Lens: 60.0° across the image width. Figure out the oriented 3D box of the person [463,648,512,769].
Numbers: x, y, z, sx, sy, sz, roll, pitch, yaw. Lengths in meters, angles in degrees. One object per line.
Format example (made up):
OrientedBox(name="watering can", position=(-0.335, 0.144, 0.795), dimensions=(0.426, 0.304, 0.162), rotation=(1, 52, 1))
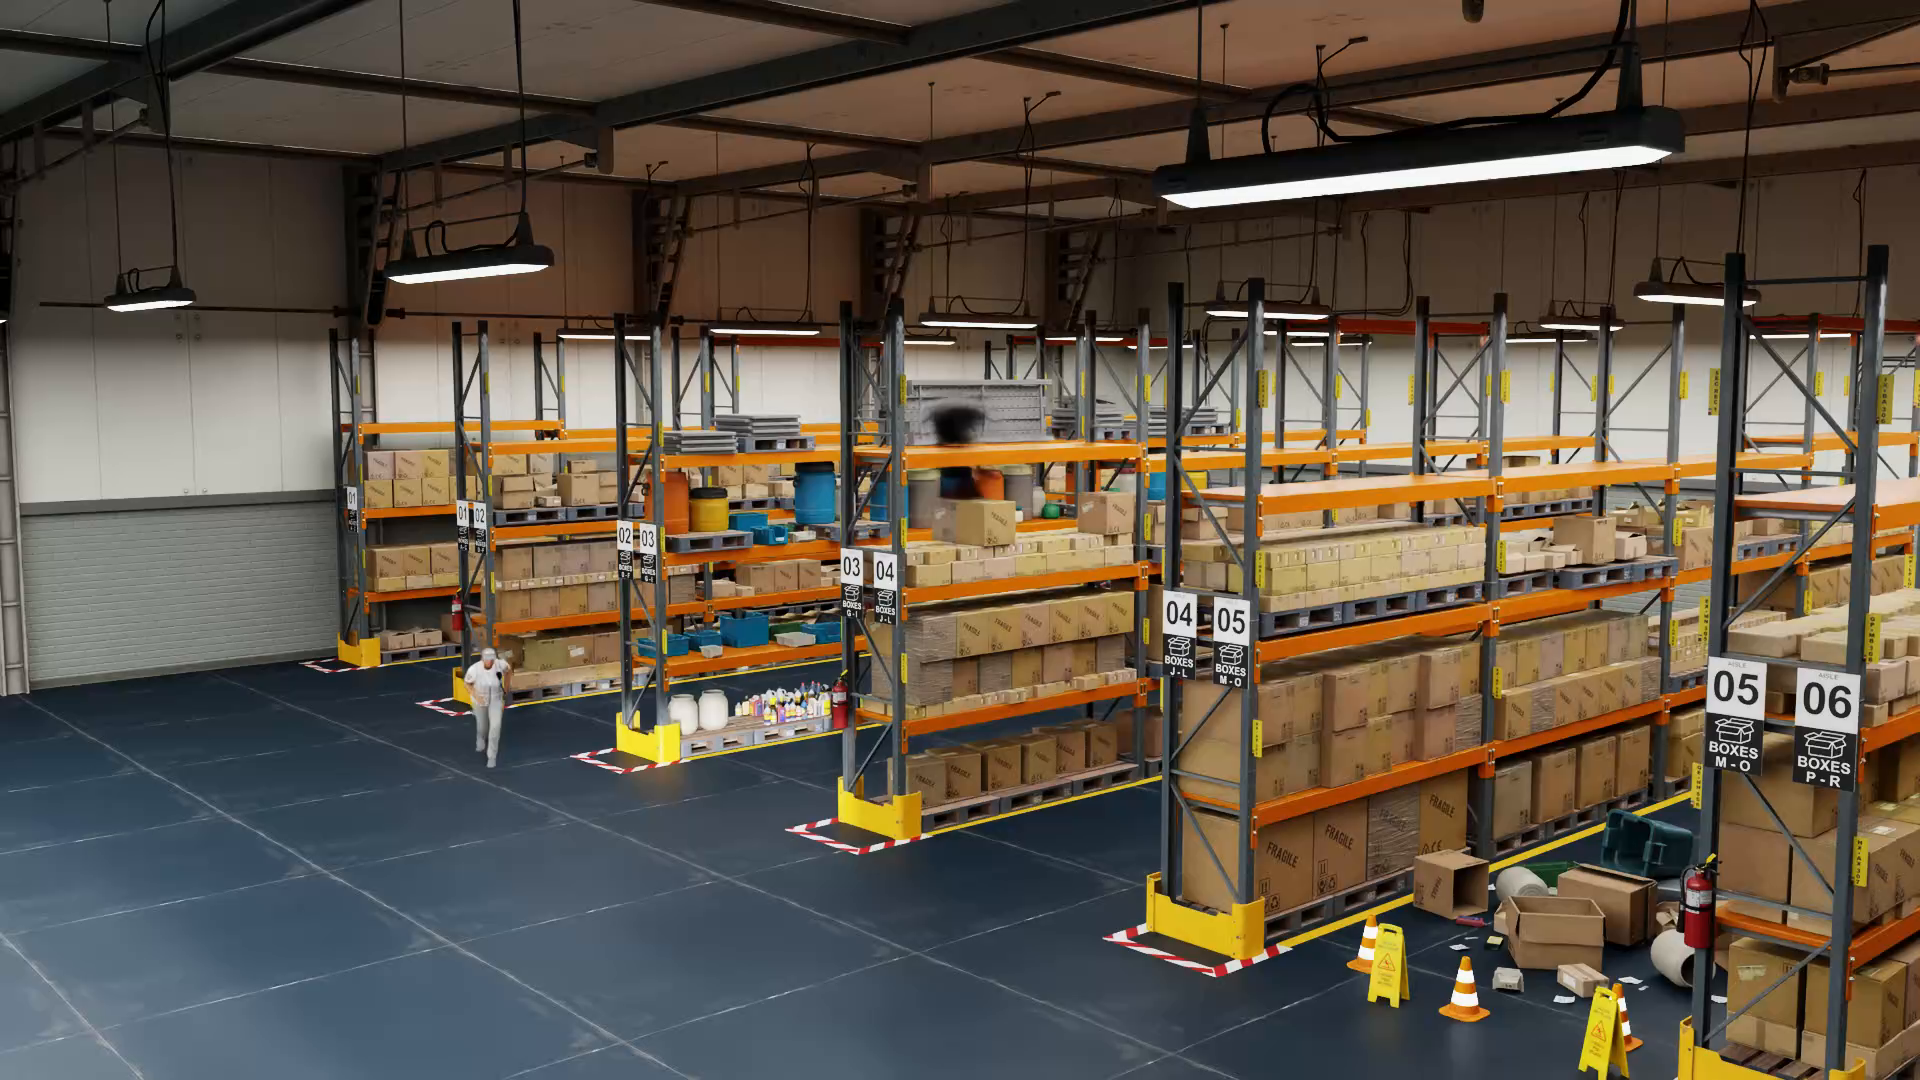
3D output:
OrientedBox(name="person", position=(-6.332, 2.203, 22.282), dimensions=(0.639, 1.628, 1.014), rotation=(-3, 6, -26))
